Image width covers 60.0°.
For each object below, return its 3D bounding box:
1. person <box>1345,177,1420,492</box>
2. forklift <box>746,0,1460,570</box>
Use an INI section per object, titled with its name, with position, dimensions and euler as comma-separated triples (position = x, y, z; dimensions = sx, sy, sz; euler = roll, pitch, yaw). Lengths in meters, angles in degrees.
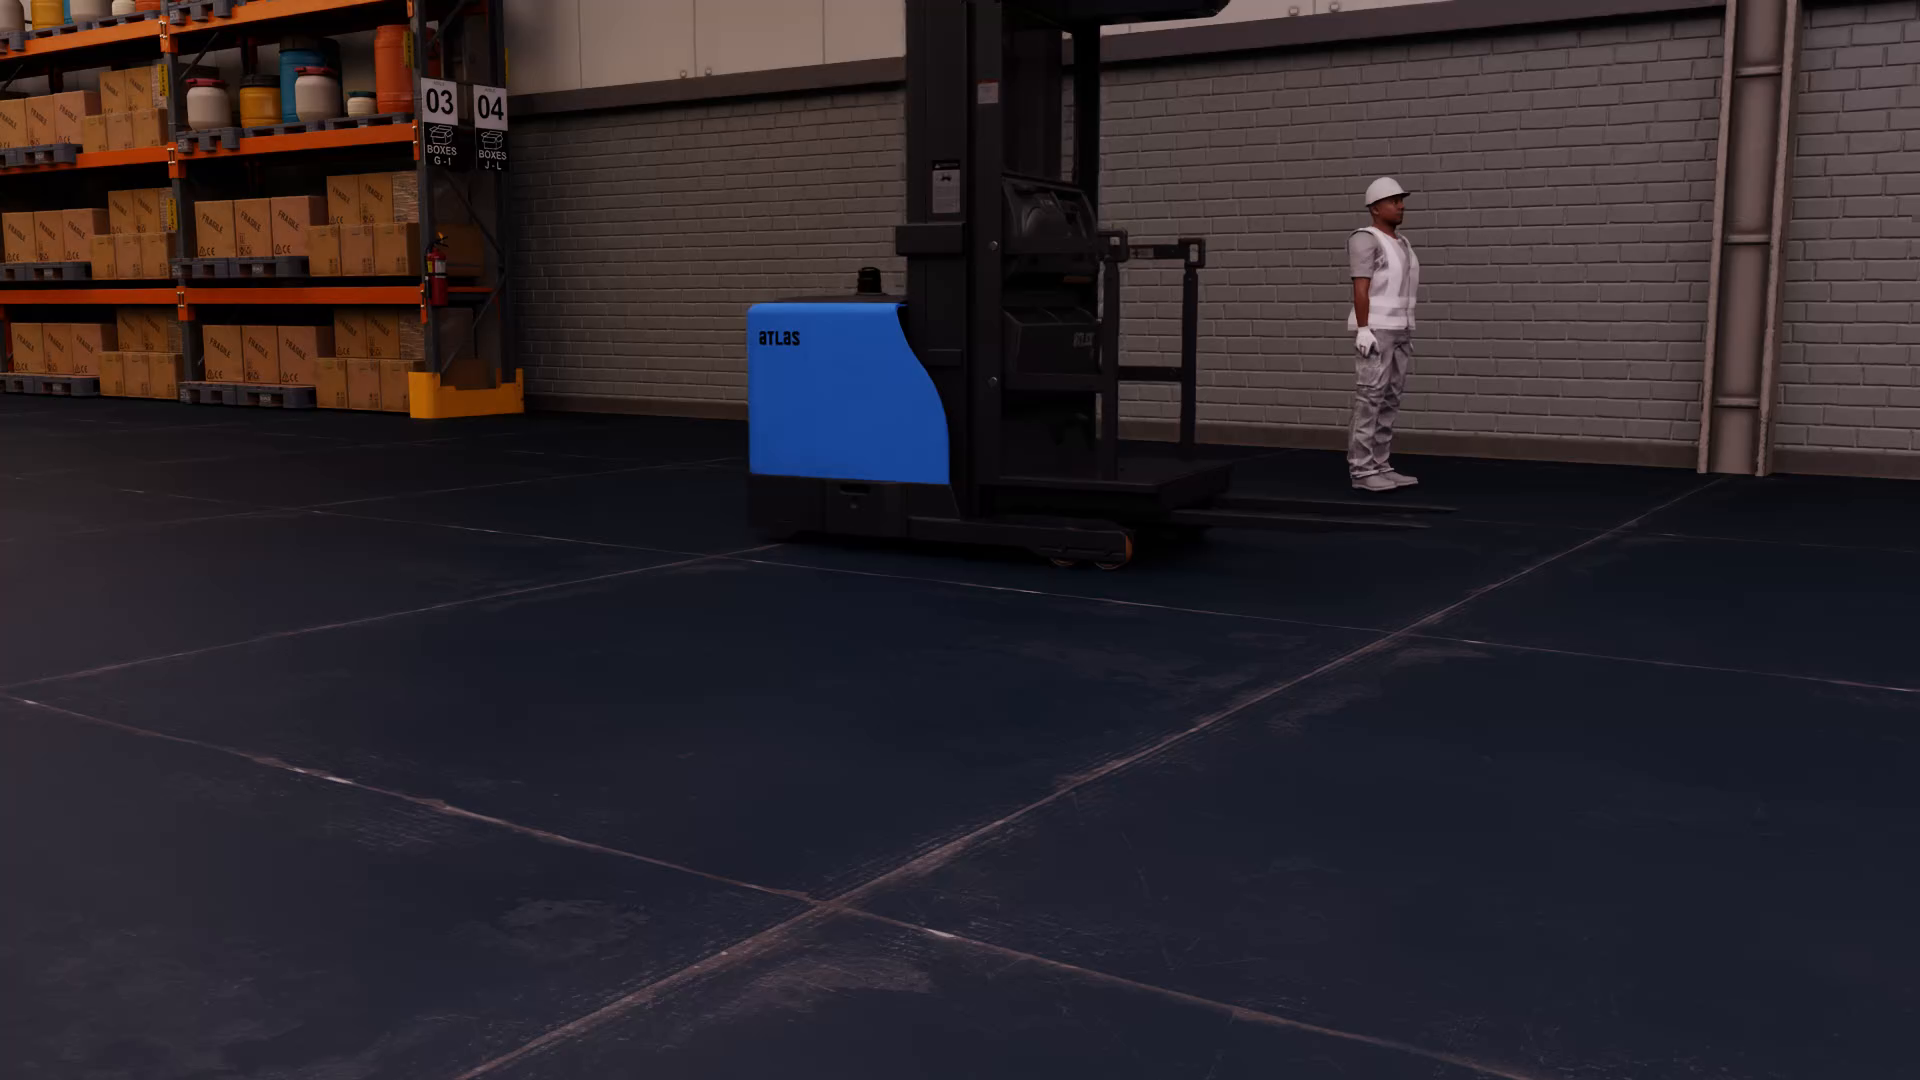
[person]
position = 2.471, -1.192, 9.647
dimensions = 0.386, 1.790, 0.539
euler = 6, 10, 38
[forklift]
position = 0.583, -1.413, 7.133
dimensions = 3.031, 2.935, 1.130
euler = 4, 9, 26
